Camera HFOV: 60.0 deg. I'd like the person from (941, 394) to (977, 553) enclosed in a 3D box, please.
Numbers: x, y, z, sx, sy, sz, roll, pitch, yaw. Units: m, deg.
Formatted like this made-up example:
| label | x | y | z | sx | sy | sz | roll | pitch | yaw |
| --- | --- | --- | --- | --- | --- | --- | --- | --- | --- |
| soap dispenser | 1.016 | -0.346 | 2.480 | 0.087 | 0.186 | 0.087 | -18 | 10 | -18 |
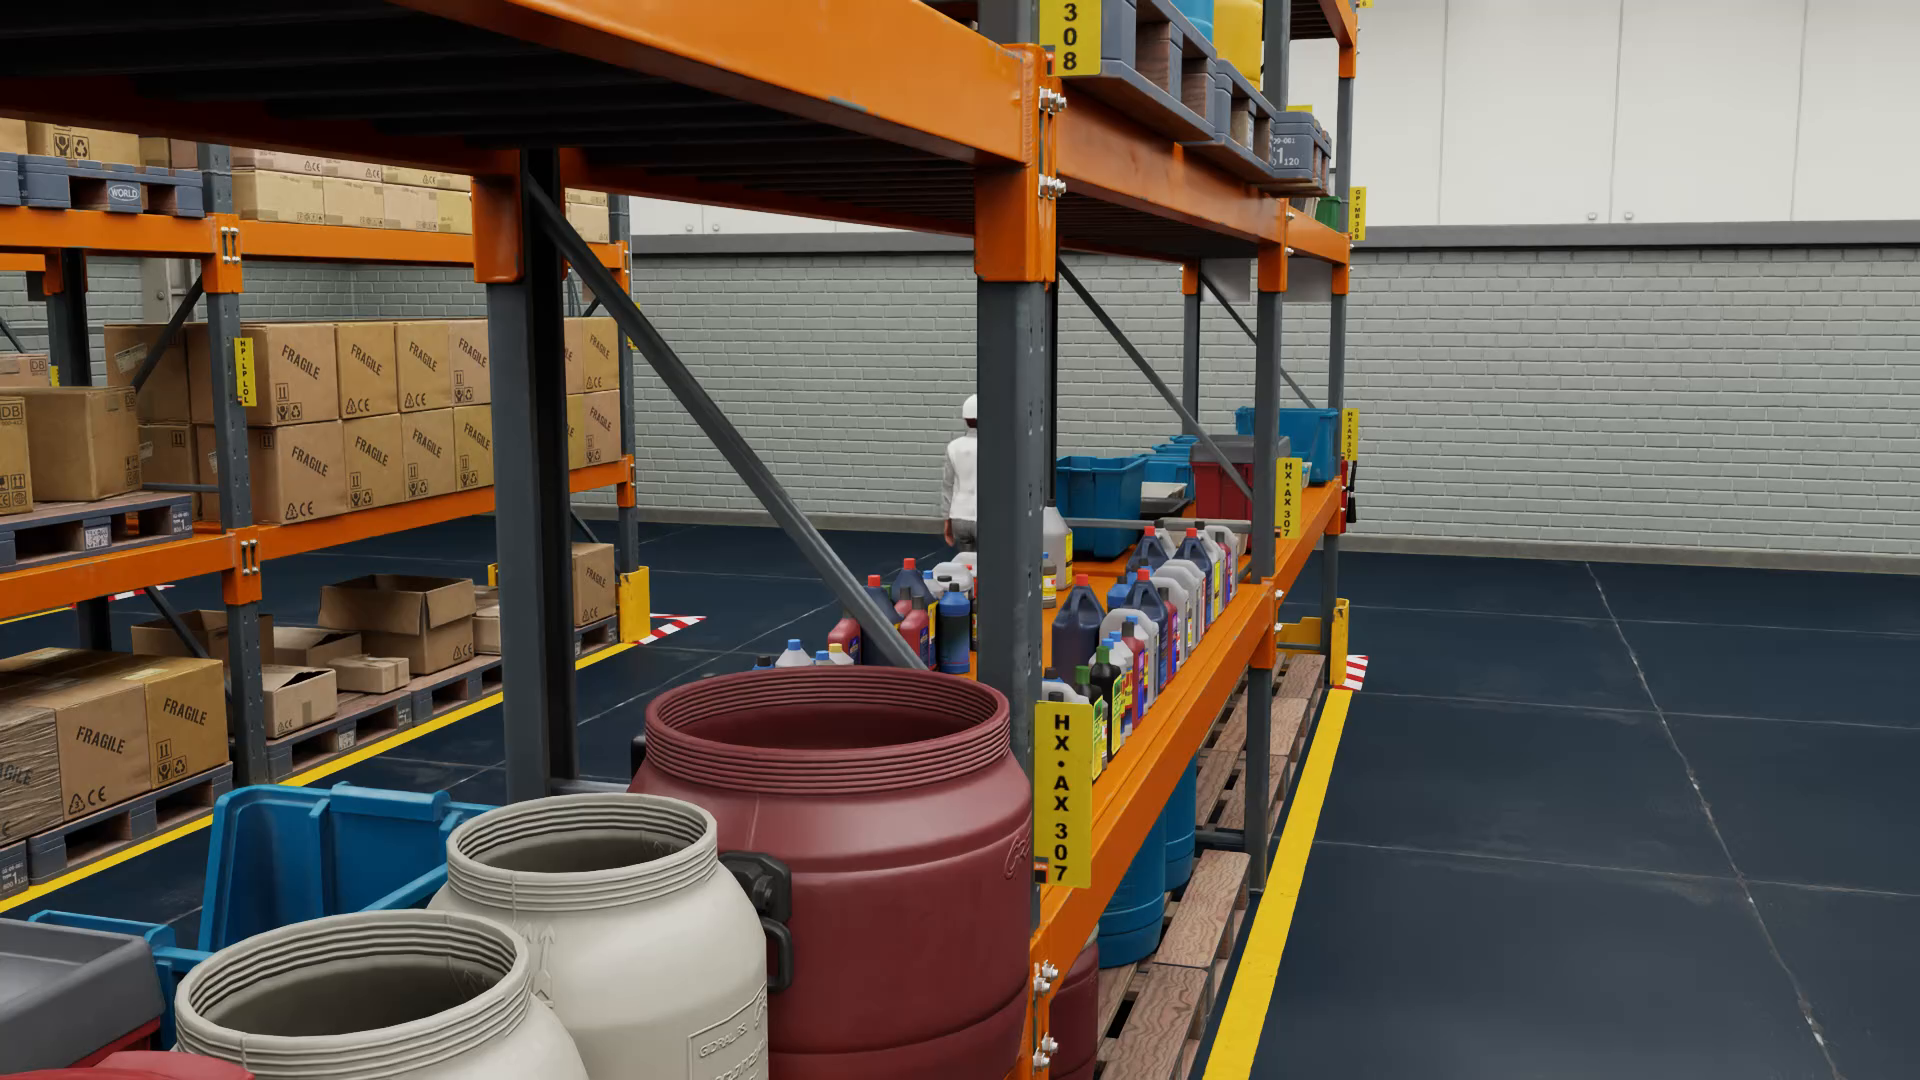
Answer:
| label | x | y | z | sx | sy | sz | roll | pitch | yaw |
| --- | --- | --- | --- | --- | --- | --- | --- | --- | --- |
| person | 0.116 | -0.121 | 11.557 | 0.562 | 1.774 | 0.596 | 6 | 10 | 35 |
